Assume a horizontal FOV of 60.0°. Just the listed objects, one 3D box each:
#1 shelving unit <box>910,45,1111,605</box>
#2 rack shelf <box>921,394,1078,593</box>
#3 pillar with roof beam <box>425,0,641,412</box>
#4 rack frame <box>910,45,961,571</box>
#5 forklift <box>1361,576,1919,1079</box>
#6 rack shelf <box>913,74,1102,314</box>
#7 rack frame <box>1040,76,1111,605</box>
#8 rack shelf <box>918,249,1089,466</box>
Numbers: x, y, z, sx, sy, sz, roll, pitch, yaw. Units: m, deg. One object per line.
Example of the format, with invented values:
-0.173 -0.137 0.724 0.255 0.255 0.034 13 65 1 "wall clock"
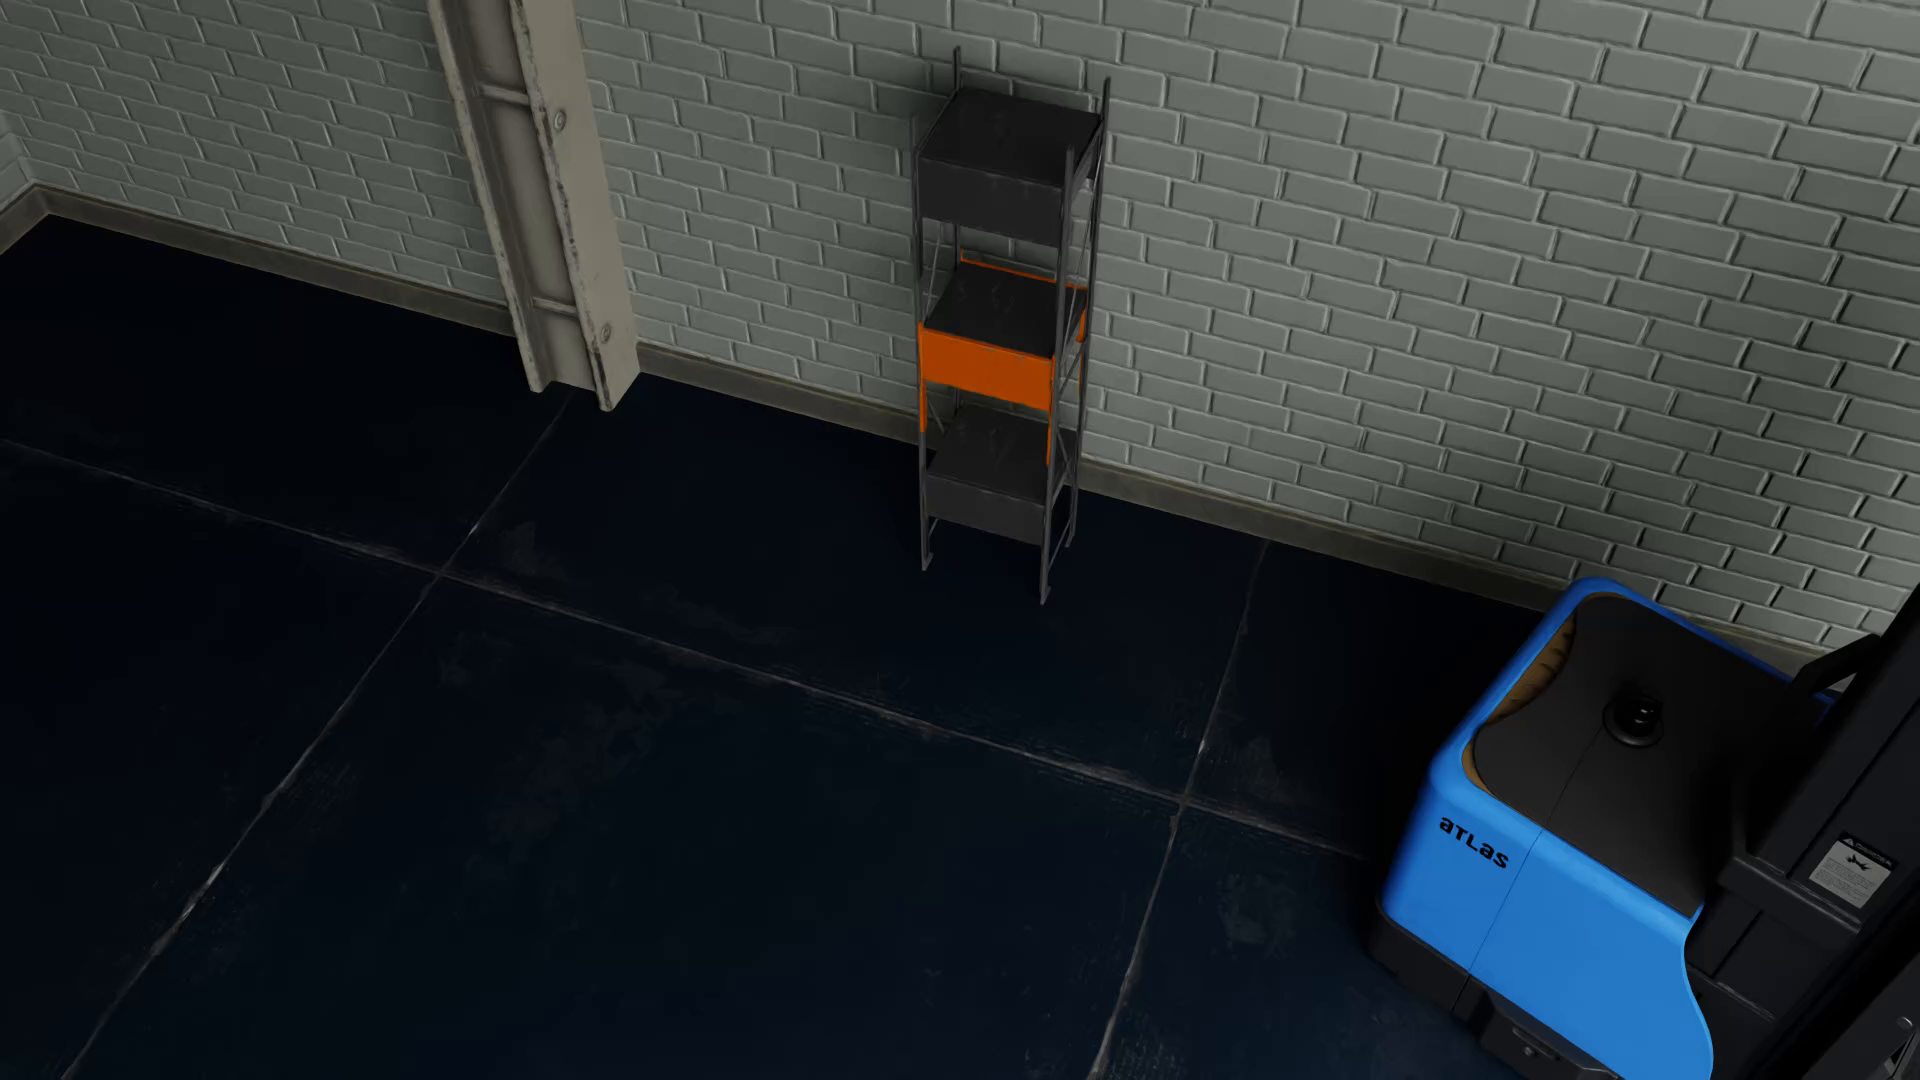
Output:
0.155 -0.644 5.786 0.503 2.100 0.431 16 51 13 "shelving unit"
0.155 -0.177 6.325 0.480 0.518 0.431 16 51 13 "rack shelf"
-3.113 -0.601 1.183 0.400 9.000 9.100 16 51 13 "pillar with roof beam"
-0.074 -0.708 5.841 0.015 2.100 0.400 16 51 13 "rack frame"
2.748 0.833 3.955 3.031 2.935 1.130 33 57 25 "forklift"
0.155 -1.094 5.267 0.480 0.518 0.431 16 51 13 "rack shelf"
0.384 -0.580 5.730 0.015 2.100 0.400 16 51 13 "rack frame"
0.155 -0.635 5.796 0.480 0.518 0.431 16 51 13 "rack shelf"
